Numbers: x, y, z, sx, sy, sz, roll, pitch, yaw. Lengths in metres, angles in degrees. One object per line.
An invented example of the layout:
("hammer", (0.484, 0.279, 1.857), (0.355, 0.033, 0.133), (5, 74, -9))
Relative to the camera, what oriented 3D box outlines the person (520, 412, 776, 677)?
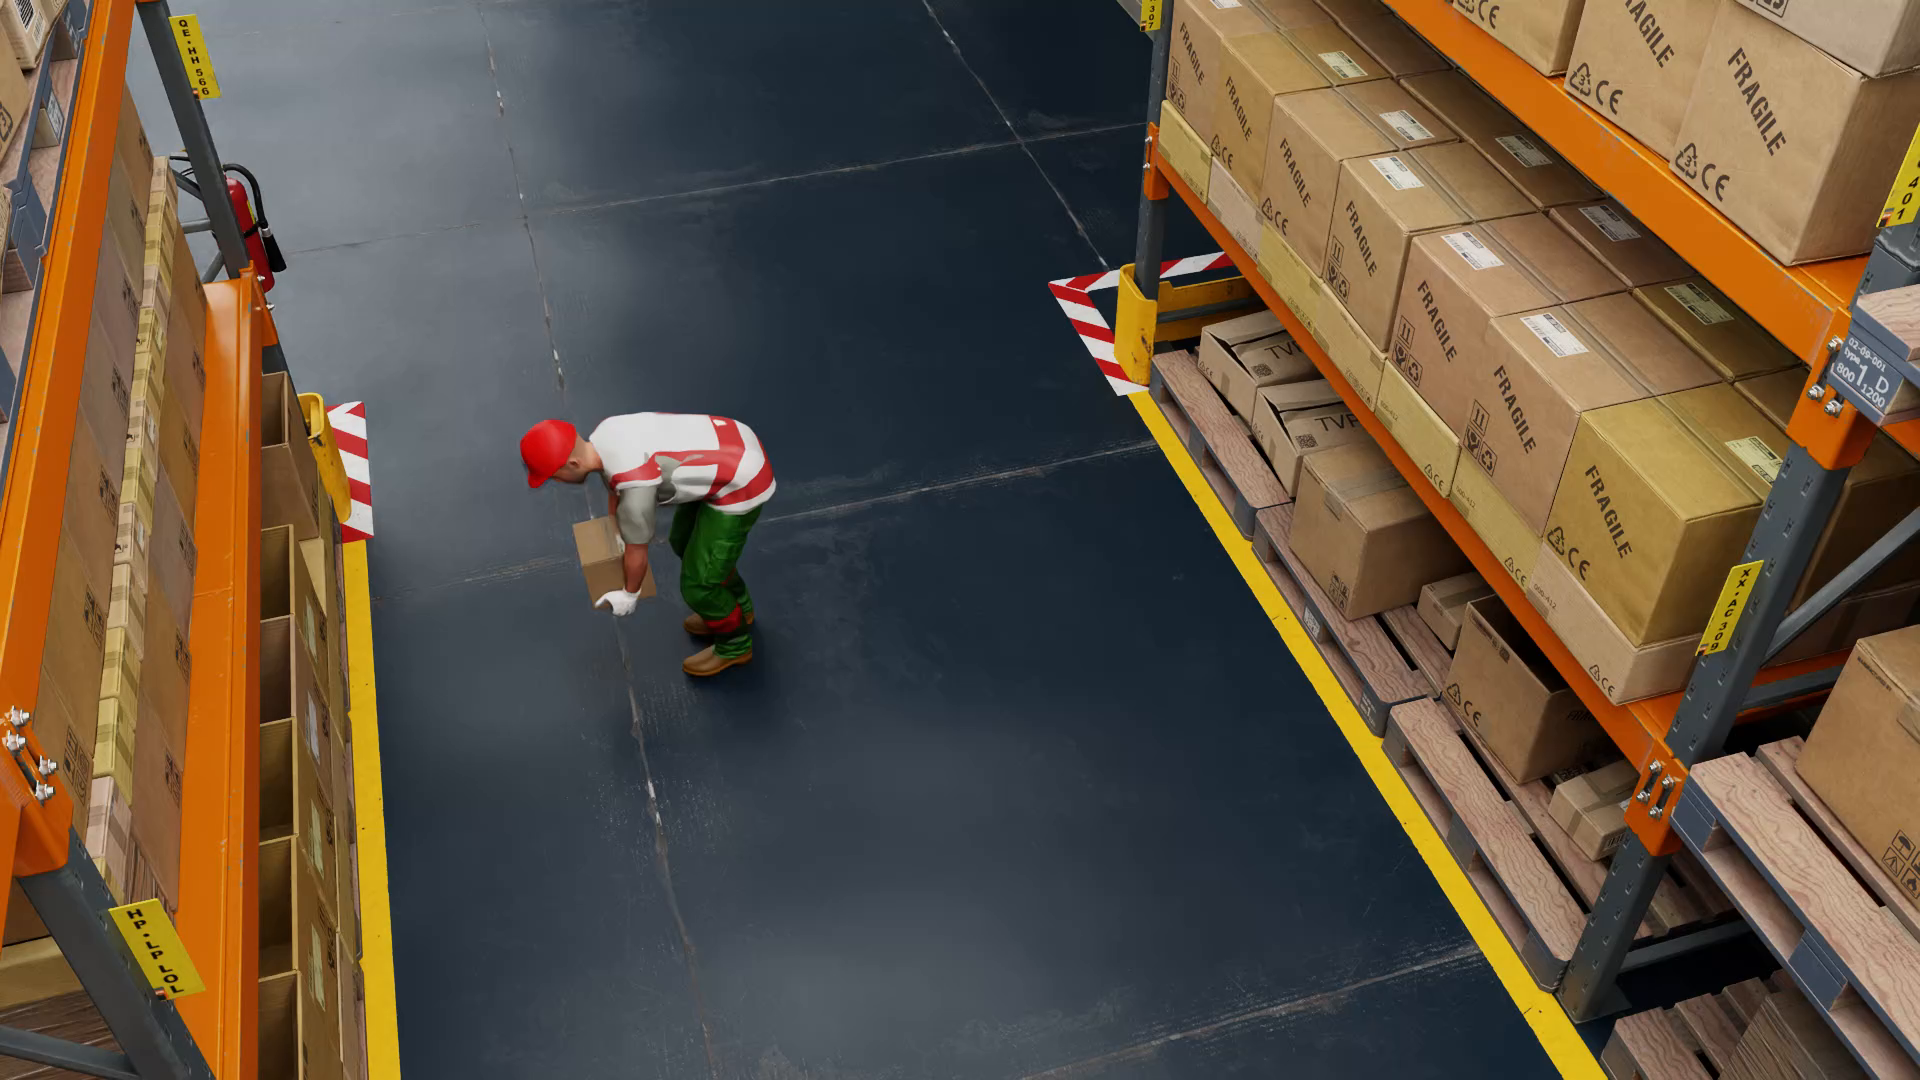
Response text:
("person", (-1.164, -0.012, 6.504), (0.909, 1.319, 0.497), (-13, 44, -14))
